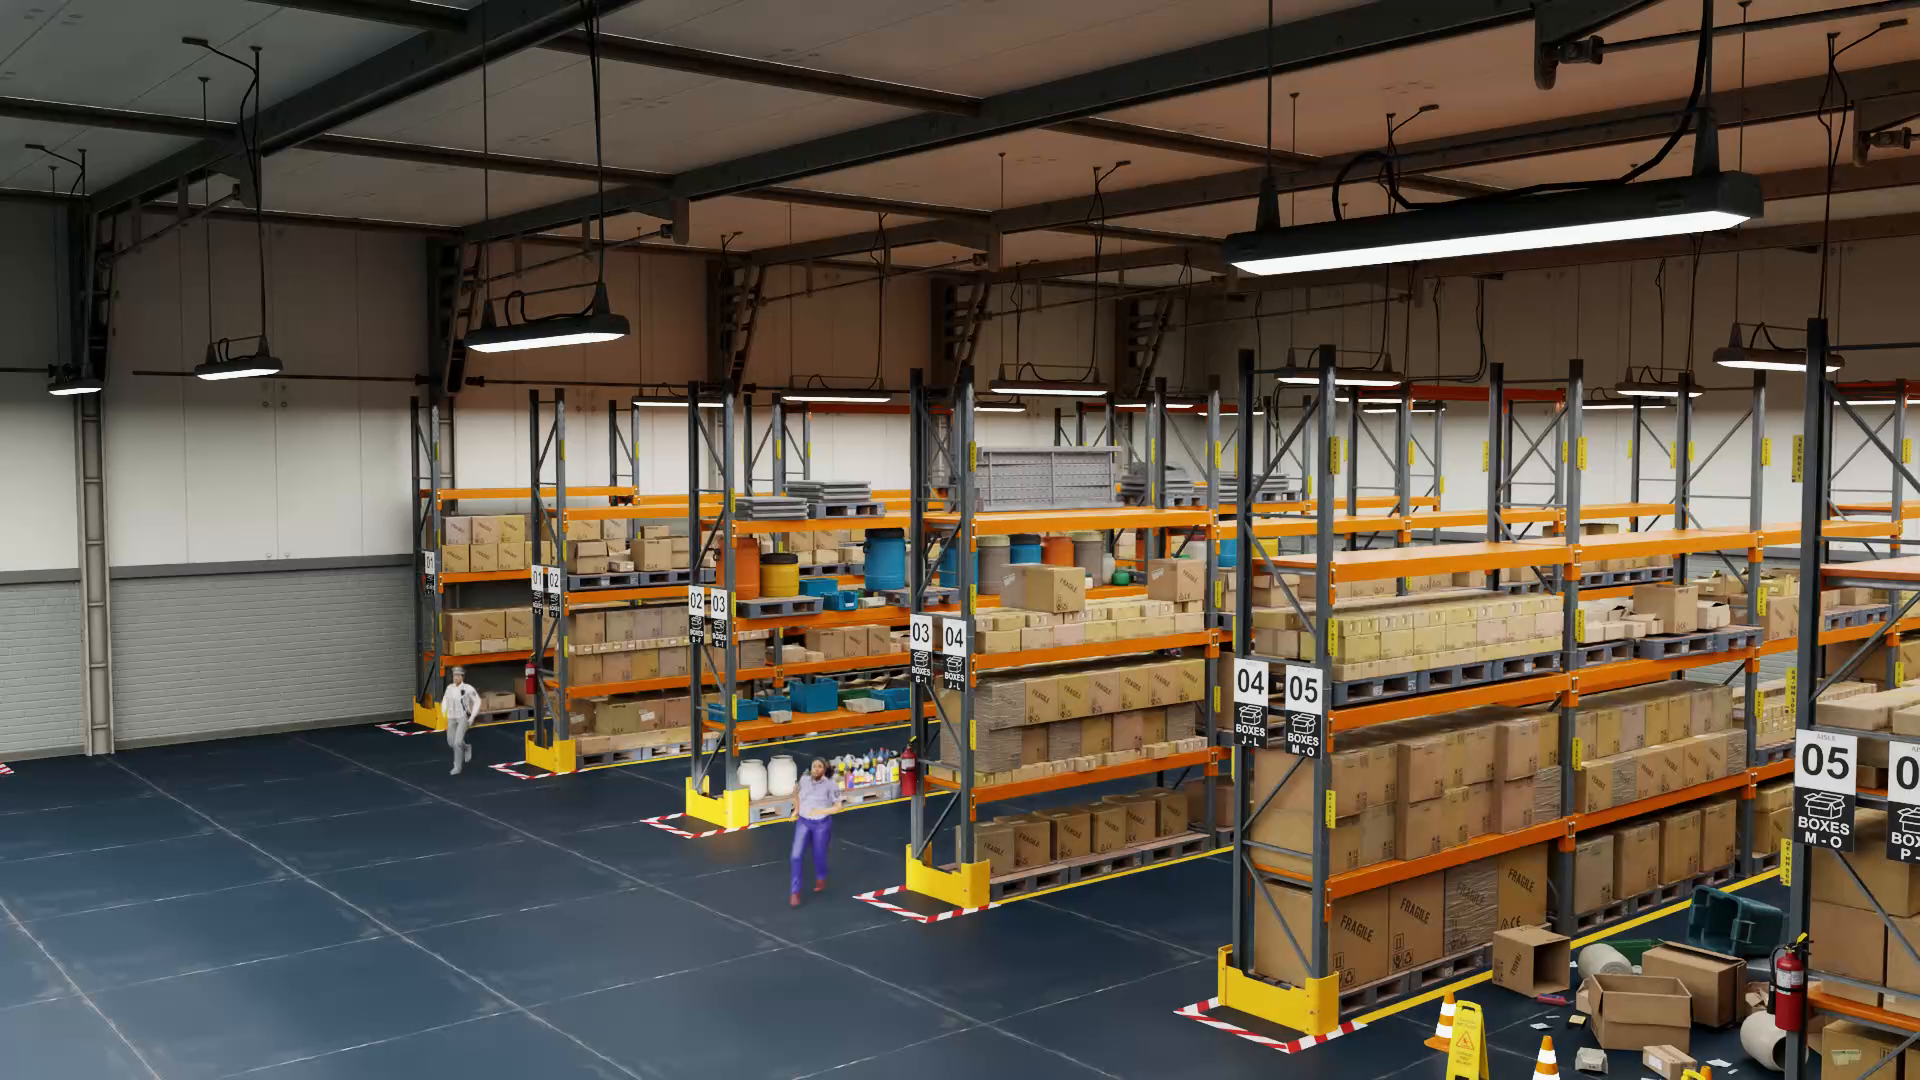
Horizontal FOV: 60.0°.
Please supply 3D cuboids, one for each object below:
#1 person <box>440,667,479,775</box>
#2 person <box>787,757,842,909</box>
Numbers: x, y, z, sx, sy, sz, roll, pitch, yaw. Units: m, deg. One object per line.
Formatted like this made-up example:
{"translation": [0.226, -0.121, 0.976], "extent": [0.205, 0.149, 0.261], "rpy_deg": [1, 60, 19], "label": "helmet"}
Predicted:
{"translation": [-7.855, 2.812, 26.077], "extent": [0.655, 1.669, 0.525], "rpy_deg": [1, 3, 14], "label": "person"}
{"translation": [-1.618, 3.279, 18.724], "extent": [0.631, 1.675, 0.807], "rpy_deg": [1, 3, 14], "label": "person"}
